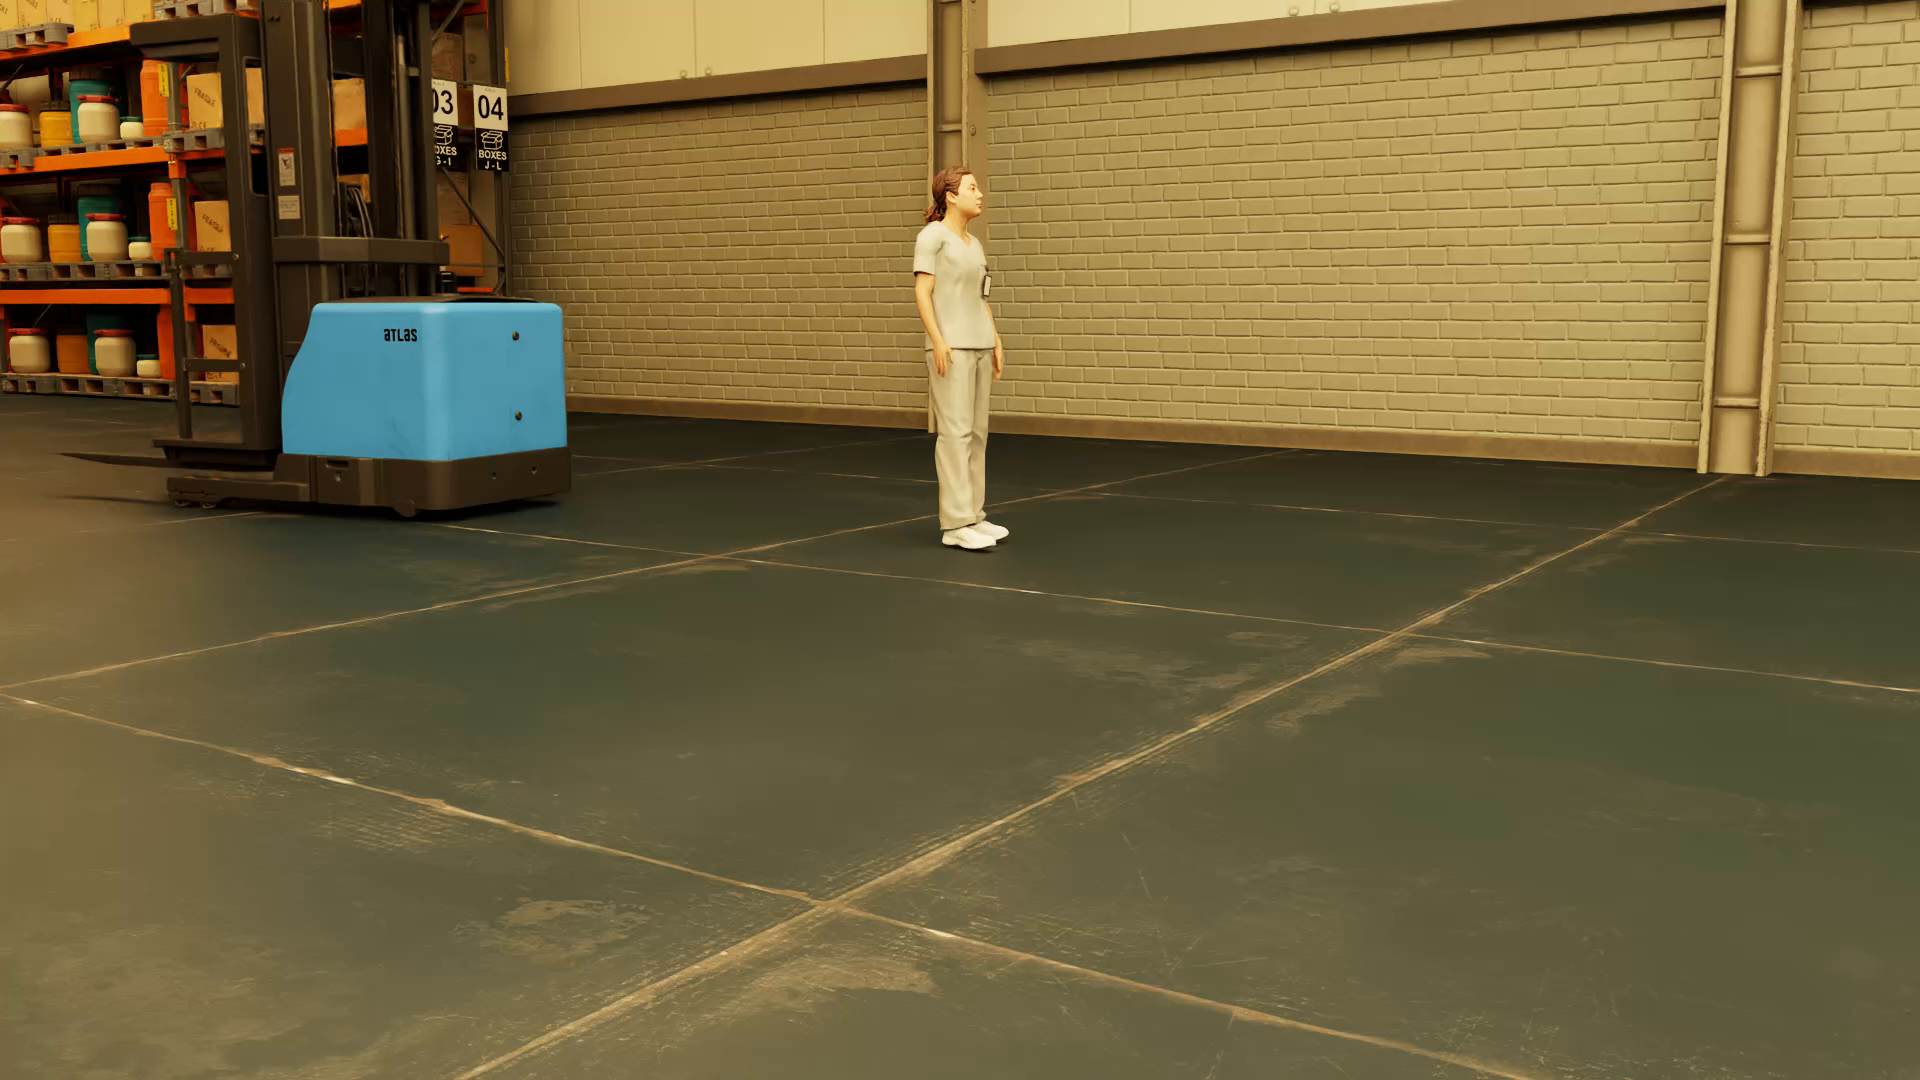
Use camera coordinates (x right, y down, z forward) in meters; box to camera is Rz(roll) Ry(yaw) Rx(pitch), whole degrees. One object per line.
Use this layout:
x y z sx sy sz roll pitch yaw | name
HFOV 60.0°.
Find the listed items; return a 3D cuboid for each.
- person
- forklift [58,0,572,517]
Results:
0.054 -0.830 7.432 0.548 1.673 0.549 5 10 34 | person
-3.654 -1.679 8.997 3.031 2.935 1.130 4 9 25 | forklift
